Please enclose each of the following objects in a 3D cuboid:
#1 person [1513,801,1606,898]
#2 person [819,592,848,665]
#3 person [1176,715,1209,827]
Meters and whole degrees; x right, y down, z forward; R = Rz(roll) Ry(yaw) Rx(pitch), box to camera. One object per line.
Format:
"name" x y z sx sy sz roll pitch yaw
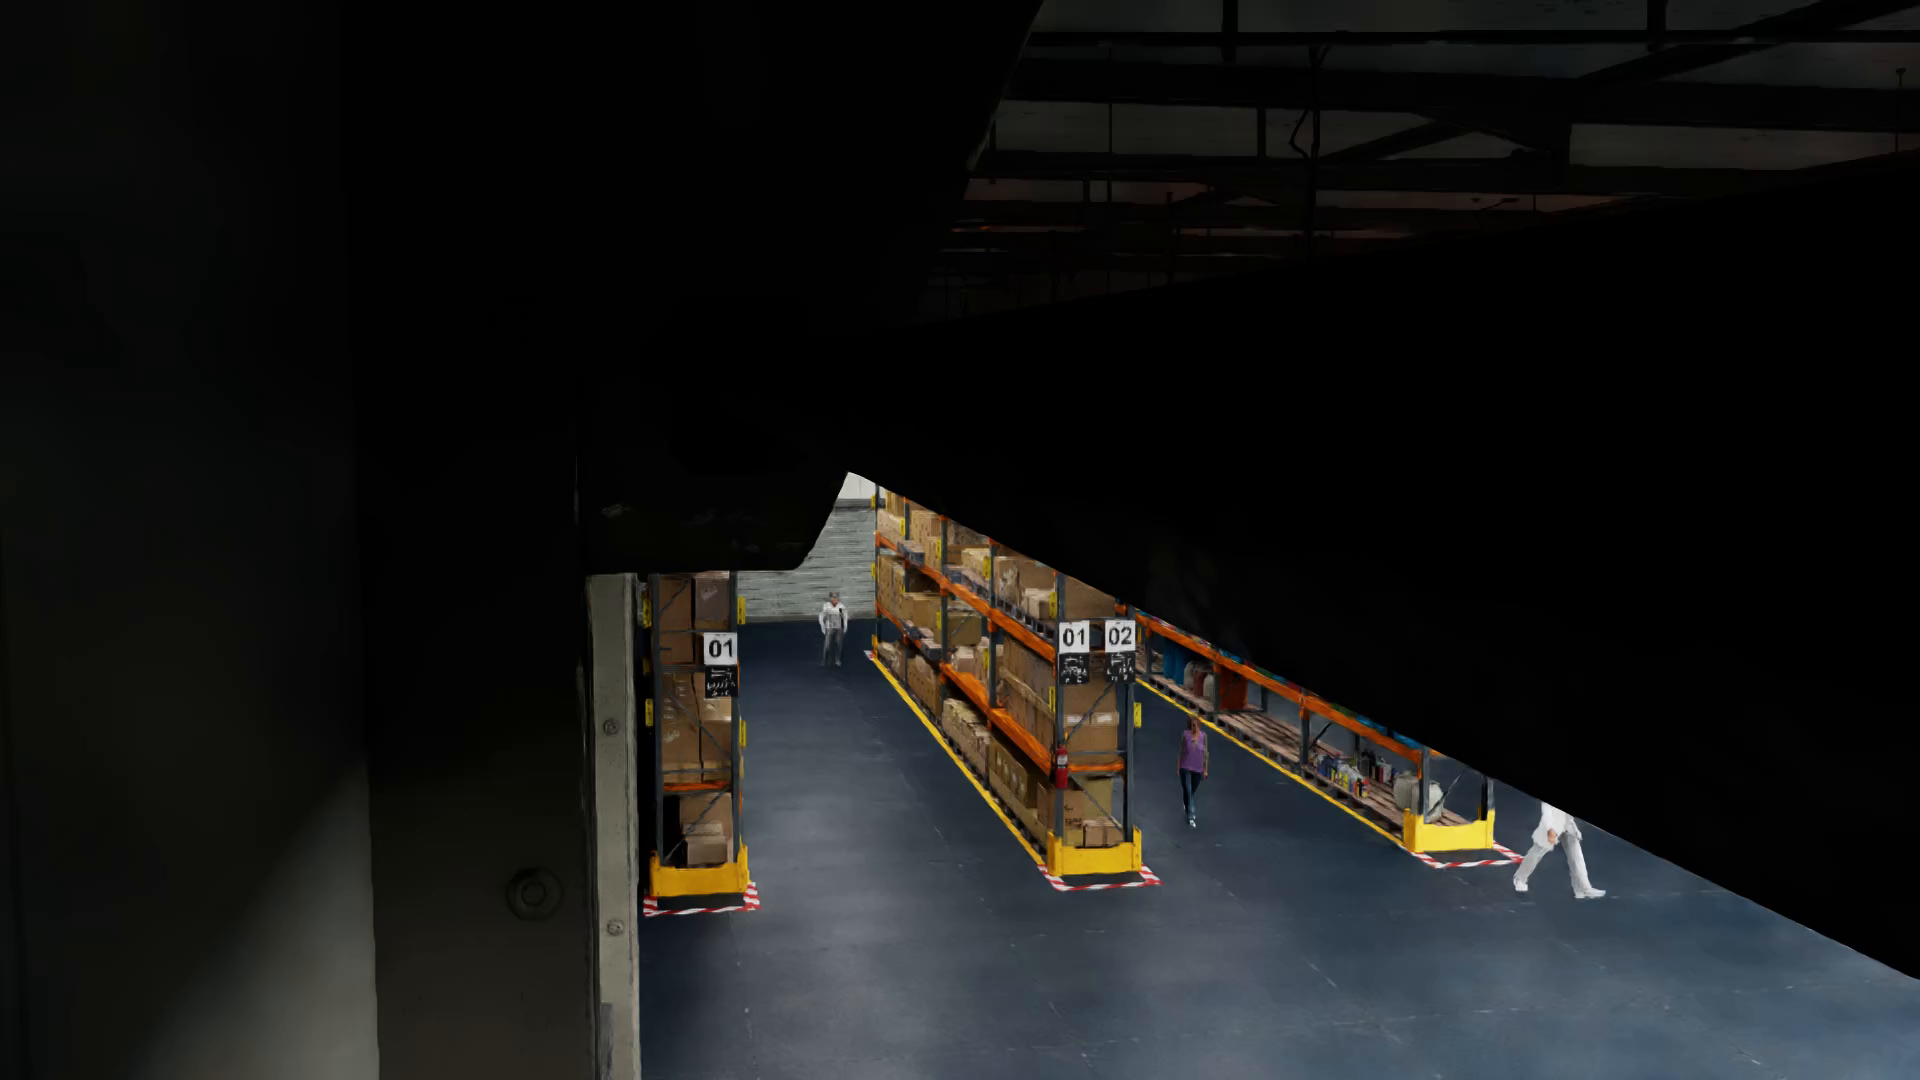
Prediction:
"person" 7.148 3.418 19.913 0.626 1.749 1.010 -4 7 -36
"person" -2.698 1.883 35.521 0.639 1.632 0.512 -1 6 -11
"person" 3.263 3.177 23.232 0.419 1.514 1.043 -1 6 -8
